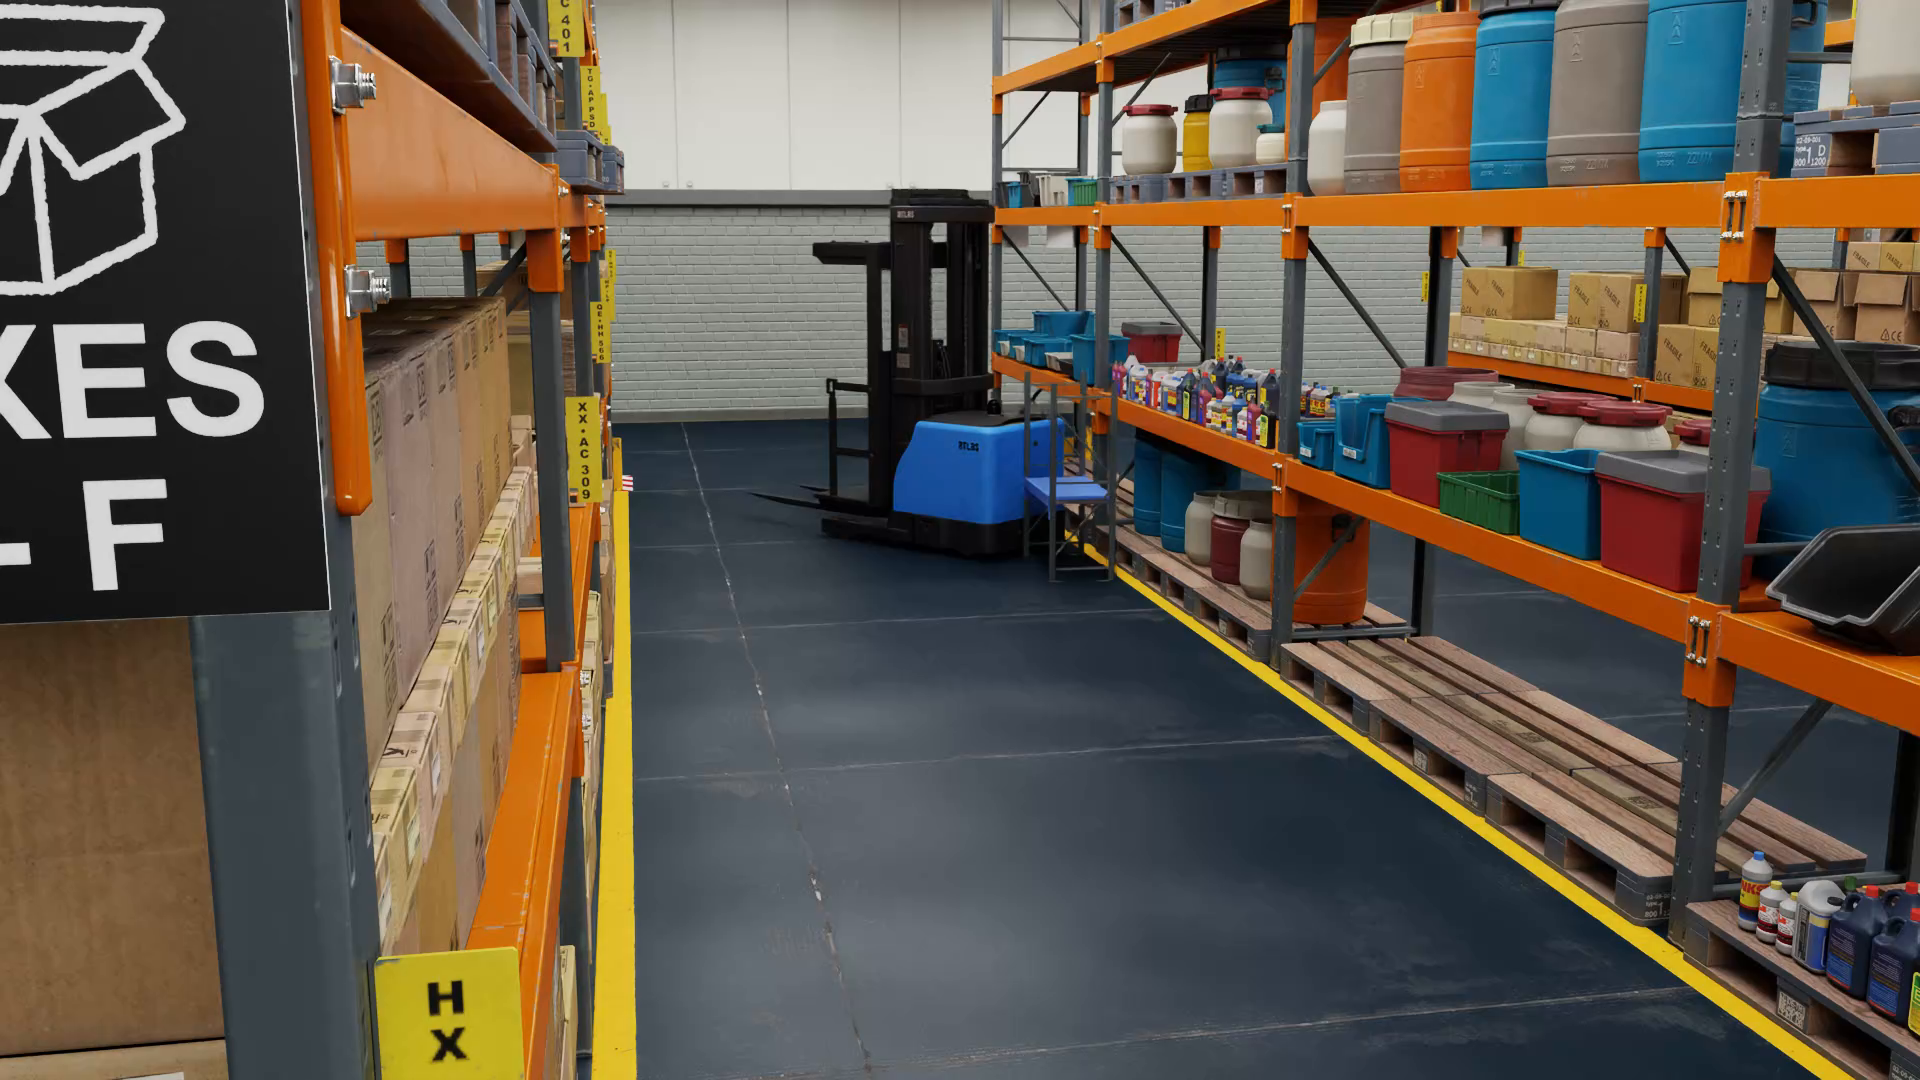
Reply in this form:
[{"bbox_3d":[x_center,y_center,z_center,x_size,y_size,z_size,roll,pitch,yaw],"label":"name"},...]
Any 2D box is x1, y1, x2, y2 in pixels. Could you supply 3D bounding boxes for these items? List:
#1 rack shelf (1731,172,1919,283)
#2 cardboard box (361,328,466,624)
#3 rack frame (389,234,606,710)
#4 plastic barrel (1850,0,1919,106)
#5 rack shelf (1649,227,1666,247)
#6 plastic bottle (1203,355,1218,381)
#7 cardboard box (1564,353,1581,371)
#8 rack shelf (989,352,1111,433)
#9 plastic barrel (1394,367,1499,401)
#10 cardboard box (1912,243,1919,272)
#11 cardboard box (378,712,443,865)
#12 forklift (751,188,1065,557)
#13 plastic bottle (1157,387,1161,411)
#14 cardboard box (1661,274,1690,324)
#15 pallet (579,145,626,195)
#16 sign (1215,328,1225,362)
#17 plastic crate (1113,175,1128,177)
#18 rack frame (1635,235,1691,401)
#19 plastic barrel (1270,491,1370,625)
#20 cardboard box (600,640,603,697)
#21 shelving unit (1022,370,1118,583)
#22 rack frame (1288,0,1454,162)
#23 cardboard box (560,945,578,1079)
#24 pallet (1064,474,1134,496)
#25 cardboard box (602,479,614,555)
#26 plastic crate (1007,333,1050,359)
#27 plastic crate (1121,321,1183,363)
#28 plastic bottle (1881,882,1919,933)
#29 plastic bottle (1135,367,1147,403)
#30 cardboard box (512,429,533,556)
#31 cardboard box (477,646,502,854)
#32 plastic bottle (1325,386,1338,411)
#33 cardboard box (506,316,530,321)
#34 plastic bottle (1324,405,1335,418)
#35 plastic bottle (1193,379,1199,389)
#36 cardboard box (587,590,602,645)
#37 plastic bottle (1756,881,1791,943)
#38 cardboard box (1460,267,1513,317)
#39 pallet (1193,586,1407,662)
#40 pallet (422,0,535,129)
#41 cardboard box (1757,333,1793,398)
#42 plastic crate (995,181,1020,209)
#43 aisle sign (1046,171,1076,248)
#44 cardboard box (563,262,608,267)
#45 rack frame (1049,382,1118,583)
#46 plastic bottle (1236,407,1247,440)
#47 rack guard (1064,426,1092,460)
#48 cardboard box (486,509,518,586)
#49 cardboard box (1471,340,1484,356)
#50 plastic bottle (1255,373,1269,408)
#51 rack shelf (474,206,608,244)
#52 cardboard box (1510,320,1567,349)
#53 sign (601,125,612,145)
[{"bbox_3d":[3.553,-0.724,3.880,1.077,0.370,4.000,-2,11,-11],"label":"rack shelf"},{"bbox_3d":[-1.310,-0.120,3.070,0.700,0.500,0.500,-2,11,-11],"label":"cardboard box"},{"bbox_3d":[-2.474,-0.525,8.932,1.000,3.000,0.127,-2,11,-11],"label":"rack frame"},{"bbox_3d":[3.055,-1.619,5.238,0.421,0.512,0.421,0,11,0],"label":"plastic barrel"},{"bbox_3d":[6.855,-2.371,12.535,1.077,0.370,4.000,-2,11,-11],"label":"rack shelf"},{"bbox_3d":[1.966,-1.252,12.883,0.144,0.351,0.185,-2,11,-11],"label":"plastic bottle"},{"bbox_3d":[5.936,-1.680,15.673,0.380,0.149,0.250,-2,11,-10],"label":"cardboard box"},{"bbox_3d":[1.219,-1.451,15.724,1.077,0.370,4.000,-2,11,-11],"label":"rack shelf"},{"bbox_3d":[2.773,-0.697,9.473,0.600,0.536,0.708,-2,11,-11],"label":"plastic barrel"},{"bbox_3d":[10.584,-2.919,17.776,0.500,0.500,0.500,-2,11,-12],"label":"cardboard box"},{"bbox_3d":[-0.931,0.354,2.311,0.380,0.149,0.250,-2,11,-12],"label":"cardboard box"},{"bbox_3d":[-0.560,-1.509,14.284,3.031,2.935,1.130,9,14,40],"label":"forklift"},{"bbox_3d":[1.500,-1.050,12.220,0.097,0.201,0.097,0,11,0],"label":"plastic bottle"},{"bbox_3d":[6.624,-2.156,15.102,0.500,0.500,0.500,-2,11,-11],"label":"cardboard box"},{"bbox_3d":[-2.254,-1.784,8.032,1.213,0.211,1.003,-2,11,-8],"label":"pallet"},{"bbox_3d":[2.148,-1.594,13.807,0.100,0.325,0.005,-2,11,-11],"label":"sign"},{"bbox_3d":[1.635,-3.085,14.710,0.497,0.269,0.590,-2,11,-11],"label":"plastic crate"},{"bbox_3d":[6.466,-1.618,14.676,1.000,3.000,0.127,-2,11,-11],"label":"rack frame"},{"bbox_3d":[2.274,0.066,10.507,0.600,0.830,0.708,-2,11,-11],"label":"plastic barrel"},{"bbox_3d":[-2.132,0.707,8.689,0.500,0.250,0.500,-2,11,-10],"label":"cardboard box"},{"bbox_3d":[0.839,-0.515,12.890,0.538,1.500,1.048,-2,11,-9],"label":"shelving unit"},{"bbox_3d":[2.386,-3.651,9.314,1.000,3.000,0.127,-2,11,-11],"label":"rack frame"},{"bbox_3d":[-1.391,1.430,4.890,0.500,0.250,0.500,-2,11,-11],"label":"cardboard box"},{"bbox_3d":[1.186,-0.426,15.869,1.003,0.211,1.213,-2,11,-11],"label":"pallet"},{"bbox_3d":[-2.874,-0.167,12.558,0.500,0.500,0.500,-2,11,-11],"label":"cardboard box"},{"bbox_3d":[0.683,-1.941,16.659,0.416,0.233,0.300,-2,11,-11],"label":"plastic crate"},{"bbox_3d":[1.680,-1.672,14.626,0.402,0.464,0.583,-2,11,-11],"label":"plastic crate"},{"bbox_3d":[3.055,1.272,5.397,0.144,0.351,0.185,-2,11,-11],"label":"plastic bottle"},{"bbox_3d":[1.391,-1.187,12.753,0.097,0.271,0.097,0,11,0],"label":"plastic bottle"},{"bbox_3d":[-2.029,-0.170,6.802,0.500,0.500,0.500,-2,11,-11],"label":"cardboard box"},{"bbox_3d":[-1.400,0.429,3.651,0.700,0.500,0.500,-2,11,-10],"label":"cardboard box"},{"bbox_3d":[2.503,-0.892,11.170,0.061,0.283,0.133,-2,11,-11],"label":"plastic bottle"},{"bbox_3d":[-3.183,-1.295,11.588,0.700,0.500,0.500,0,11,-2],"label":"cardboard box"},{"bbox_3d":[2.410,-0.775,10.776,0.097,0.201,0.097,0,11,0],"label":"plastic bottle"},{"bbox_3d":[1.664,-0.976,11.614,0.061,0.283,0.133,-2,11,-11],"label":"plastic bottle"},{"bbox_3d":[-2.130,0.431,8.640,0.500,0.311,0.500,-2,11,-10],"label":"cardboard box"},{"bbox_3d":[2.816,1.281,5.752,0.097,0.201,0.097,0,11,0],"label":"plastic bottle"},{"bbox_3d":[5.614,-2.603,17.450,0.500,0.500,0.500,-2,11,-12],"label":"cardboard box"},{"bbox_3d":[2.192,0.522,10.887,1.003,0.211,1.213,-2,11,-11],"label":"pallet"},{"bbox_3d":[-1.270,-0.843,2.815,1.003,0.211,1.213,-2,11,-11],"label":"pallet"},{"bbox_3d":[6.506,-1.390,13.209,0.500,0.500,0.500,-2,11,-12],"label":"cardboard box"},{"bbox_3d":[0.631,-3.500,16.891,0.497,0.269,0.590,-2,11,-11],"label":"plastic crate"},{"bbox_3d":[1.103,-3.473,17.466,0.394,0.787,0.004,-2,11,-11],"label":"aisle sign"},{"bbox_3d":[-3.469,-2.273,15.176,0.500,0.500,0.500,-2,11,-9],"label":"cardboard box"},{"bbox_3d":[0.916,-0.421,12.396,0.500,1.500,0.032,-2,11,-9],"label":"rack frame"},{"bbox_3d":[1.820,-0.747,10.632,0.097,0.201,0.097,0,11,0],"label":"plastic bottle"},{"bbox_3d":[0.813,-0.948,17.838,1.175,0.500,0.348,-2,11,-11],"label":"rack guard"},{"bbox_3d":[-1.281,0.025,4.043,0.380,0.149,0.250,-2,11,-11],"label":"cardboard box"},{"bbox_3d":[5.587,-2.009,17.404,0.380,0.149,0.250,-2,11,-12],"label":"cardboard box"},{"bbox_3d":[2.242,-1.090,12.232,0.152,0.276,0.135,-2,11,-11],"label":"plastic bottle"},{"bbox_3d":[-3.641,-2.746,14.500,1.077,0.370,4.000,-2,11,-11],"label":"rack shelf"},{"bbox_3d":[5.825,-2.043,16.516,0.500,0.250,0.500,-2,11,-12],"label":"cardboard box"},{"bbox_3d":[-3.481,-3.917,16.364,0.100,0.325,0.005,-2,11,-11],"label":"sign"}]
